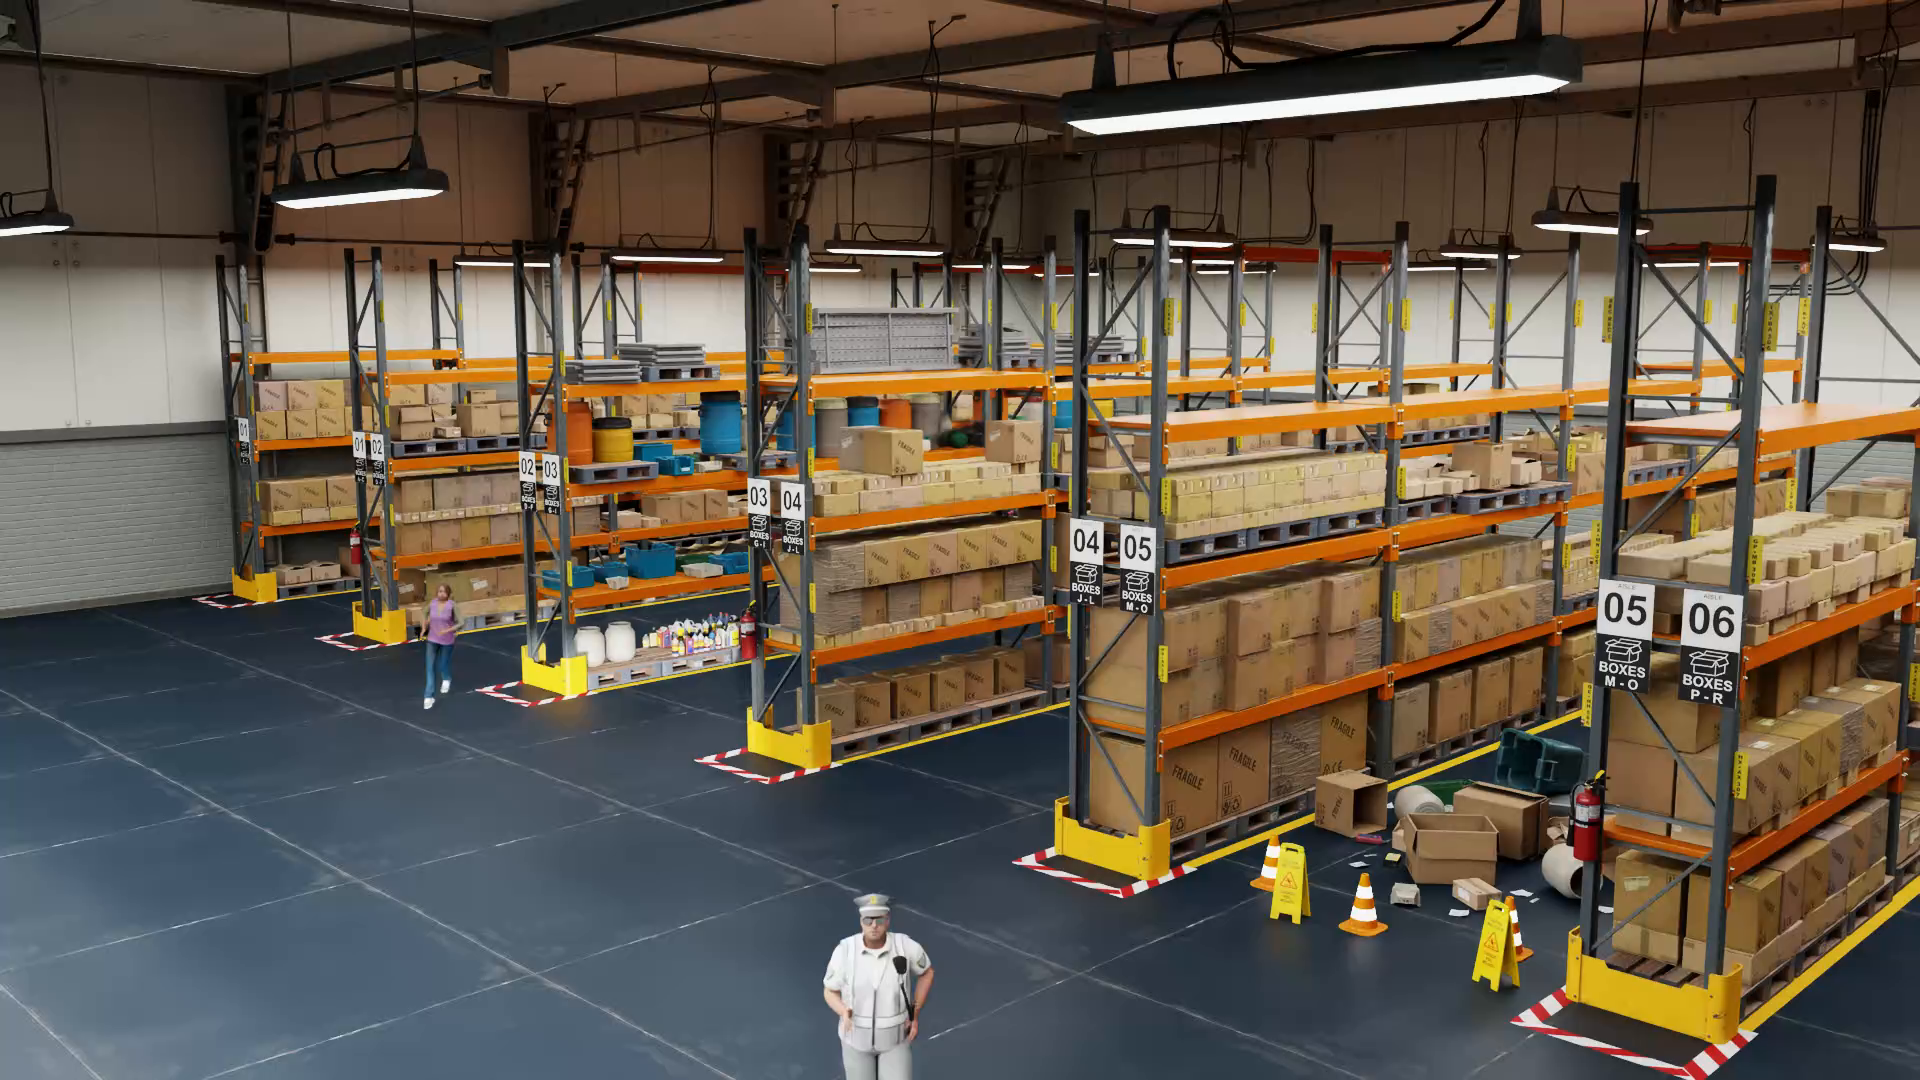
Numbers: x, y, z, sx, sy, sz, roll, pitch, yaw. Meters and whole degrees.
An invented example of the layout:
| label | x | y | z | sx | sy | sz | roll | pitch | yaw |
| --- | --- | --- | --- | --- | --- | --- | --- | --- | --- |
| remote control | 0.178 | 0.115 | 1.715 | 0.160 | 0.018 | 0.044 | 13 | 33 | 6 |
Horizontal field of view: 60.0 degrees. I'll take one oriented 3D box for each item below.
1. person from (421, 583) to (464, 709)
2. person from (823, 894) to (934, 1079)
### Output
| label | x | y | z | sx | sy | sz | roll | pitch | yaw |
| --- | --- | --- | --- | --- | --- | --- | --- | --- | --- |
| person | -6.714 | 1.328 | 21.598 | 0.577 | 1.579 | 0.918 | -1 | 8 | -4 |
| person | -0.482 | 2.935 | 9.740 | 0.648 | 1.764 | 0.621 | 0 | 8 | 1 |
